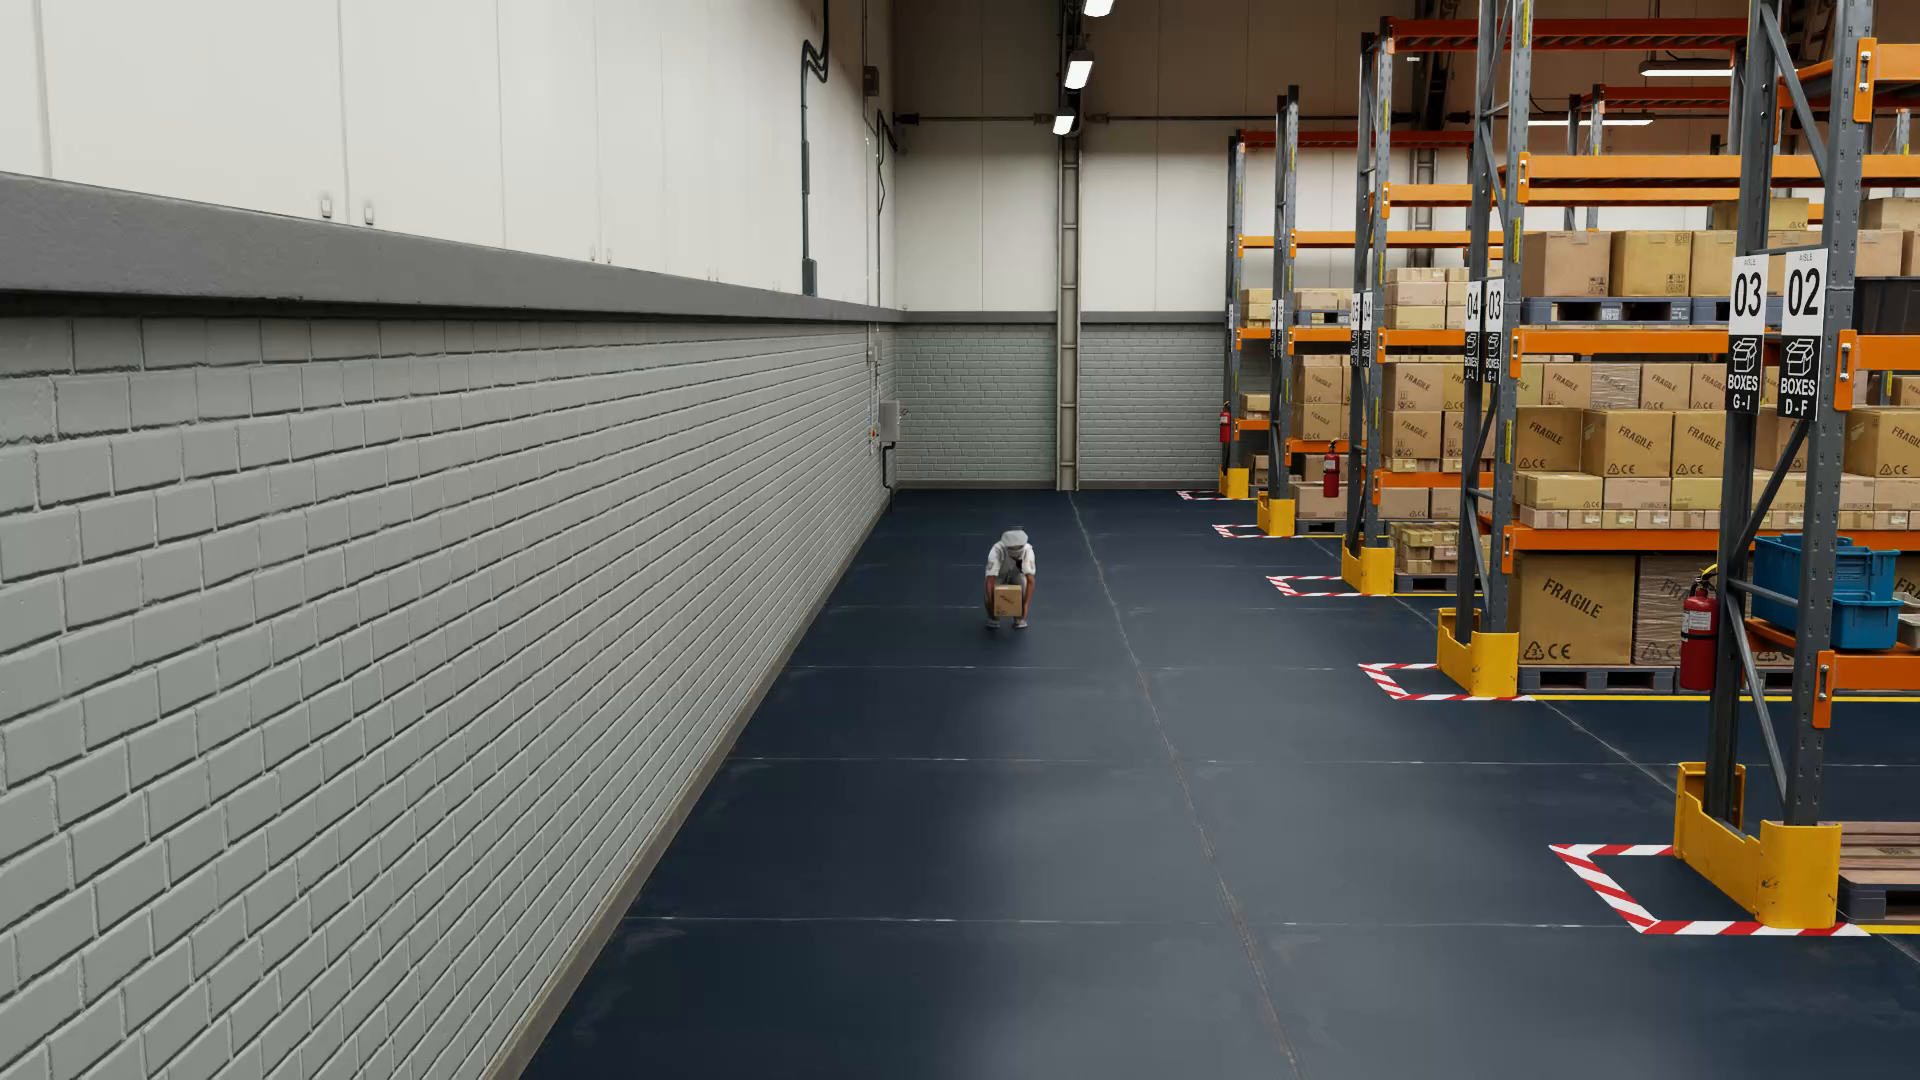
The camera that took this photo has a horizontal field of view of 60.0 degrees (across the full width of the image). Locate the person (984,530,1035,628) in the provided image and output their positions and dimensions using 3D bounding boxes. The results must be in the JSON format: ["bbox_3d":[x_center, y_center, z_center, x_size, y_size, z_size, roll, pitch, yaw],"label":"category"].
[{"bbox_3d":[0.464,0.363,15.712,0.483,0.968,0.836,0,7,1],"label":"person"}]
